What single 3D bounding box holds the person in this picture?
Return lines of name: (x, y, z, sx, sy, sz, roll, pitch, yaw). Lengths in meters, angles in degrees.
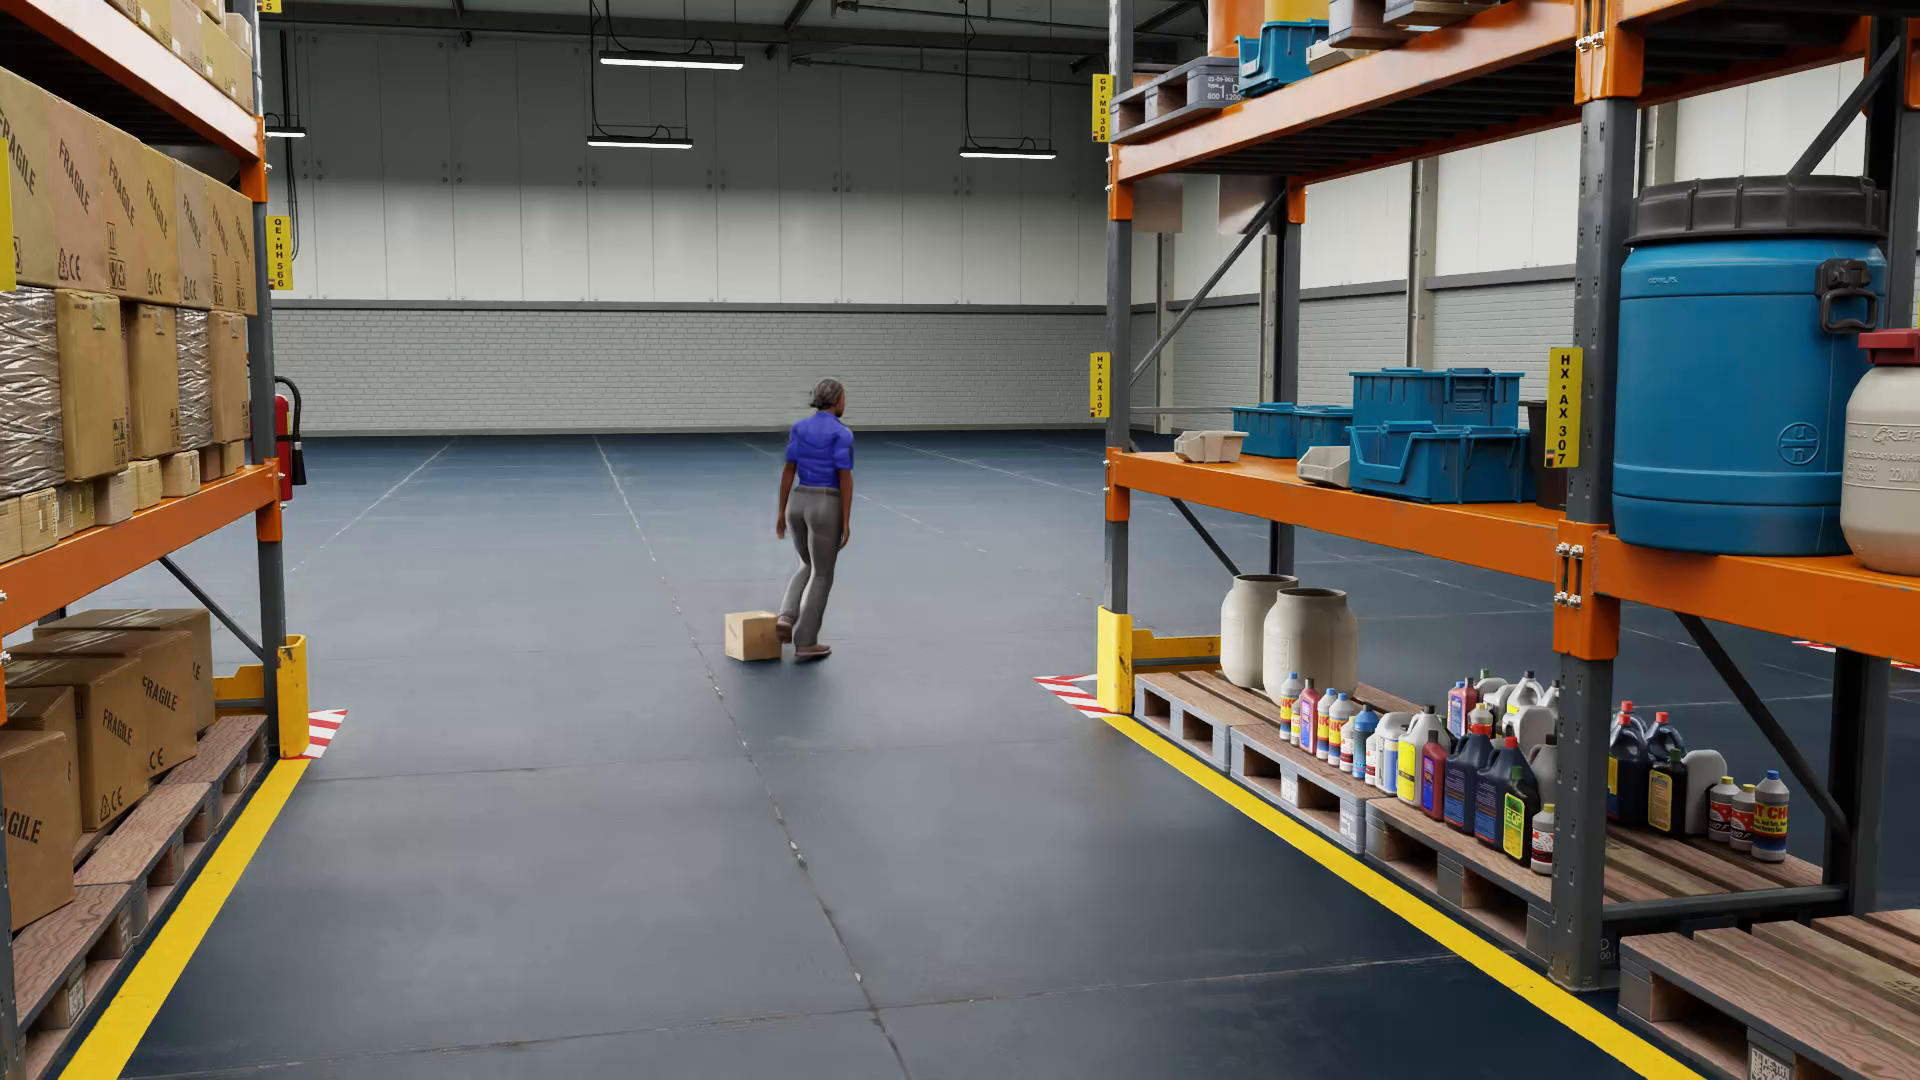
person: (-0.857, -0.135, 9.836, 0.502, 1.646, 0.454, 4, 7, 32)
